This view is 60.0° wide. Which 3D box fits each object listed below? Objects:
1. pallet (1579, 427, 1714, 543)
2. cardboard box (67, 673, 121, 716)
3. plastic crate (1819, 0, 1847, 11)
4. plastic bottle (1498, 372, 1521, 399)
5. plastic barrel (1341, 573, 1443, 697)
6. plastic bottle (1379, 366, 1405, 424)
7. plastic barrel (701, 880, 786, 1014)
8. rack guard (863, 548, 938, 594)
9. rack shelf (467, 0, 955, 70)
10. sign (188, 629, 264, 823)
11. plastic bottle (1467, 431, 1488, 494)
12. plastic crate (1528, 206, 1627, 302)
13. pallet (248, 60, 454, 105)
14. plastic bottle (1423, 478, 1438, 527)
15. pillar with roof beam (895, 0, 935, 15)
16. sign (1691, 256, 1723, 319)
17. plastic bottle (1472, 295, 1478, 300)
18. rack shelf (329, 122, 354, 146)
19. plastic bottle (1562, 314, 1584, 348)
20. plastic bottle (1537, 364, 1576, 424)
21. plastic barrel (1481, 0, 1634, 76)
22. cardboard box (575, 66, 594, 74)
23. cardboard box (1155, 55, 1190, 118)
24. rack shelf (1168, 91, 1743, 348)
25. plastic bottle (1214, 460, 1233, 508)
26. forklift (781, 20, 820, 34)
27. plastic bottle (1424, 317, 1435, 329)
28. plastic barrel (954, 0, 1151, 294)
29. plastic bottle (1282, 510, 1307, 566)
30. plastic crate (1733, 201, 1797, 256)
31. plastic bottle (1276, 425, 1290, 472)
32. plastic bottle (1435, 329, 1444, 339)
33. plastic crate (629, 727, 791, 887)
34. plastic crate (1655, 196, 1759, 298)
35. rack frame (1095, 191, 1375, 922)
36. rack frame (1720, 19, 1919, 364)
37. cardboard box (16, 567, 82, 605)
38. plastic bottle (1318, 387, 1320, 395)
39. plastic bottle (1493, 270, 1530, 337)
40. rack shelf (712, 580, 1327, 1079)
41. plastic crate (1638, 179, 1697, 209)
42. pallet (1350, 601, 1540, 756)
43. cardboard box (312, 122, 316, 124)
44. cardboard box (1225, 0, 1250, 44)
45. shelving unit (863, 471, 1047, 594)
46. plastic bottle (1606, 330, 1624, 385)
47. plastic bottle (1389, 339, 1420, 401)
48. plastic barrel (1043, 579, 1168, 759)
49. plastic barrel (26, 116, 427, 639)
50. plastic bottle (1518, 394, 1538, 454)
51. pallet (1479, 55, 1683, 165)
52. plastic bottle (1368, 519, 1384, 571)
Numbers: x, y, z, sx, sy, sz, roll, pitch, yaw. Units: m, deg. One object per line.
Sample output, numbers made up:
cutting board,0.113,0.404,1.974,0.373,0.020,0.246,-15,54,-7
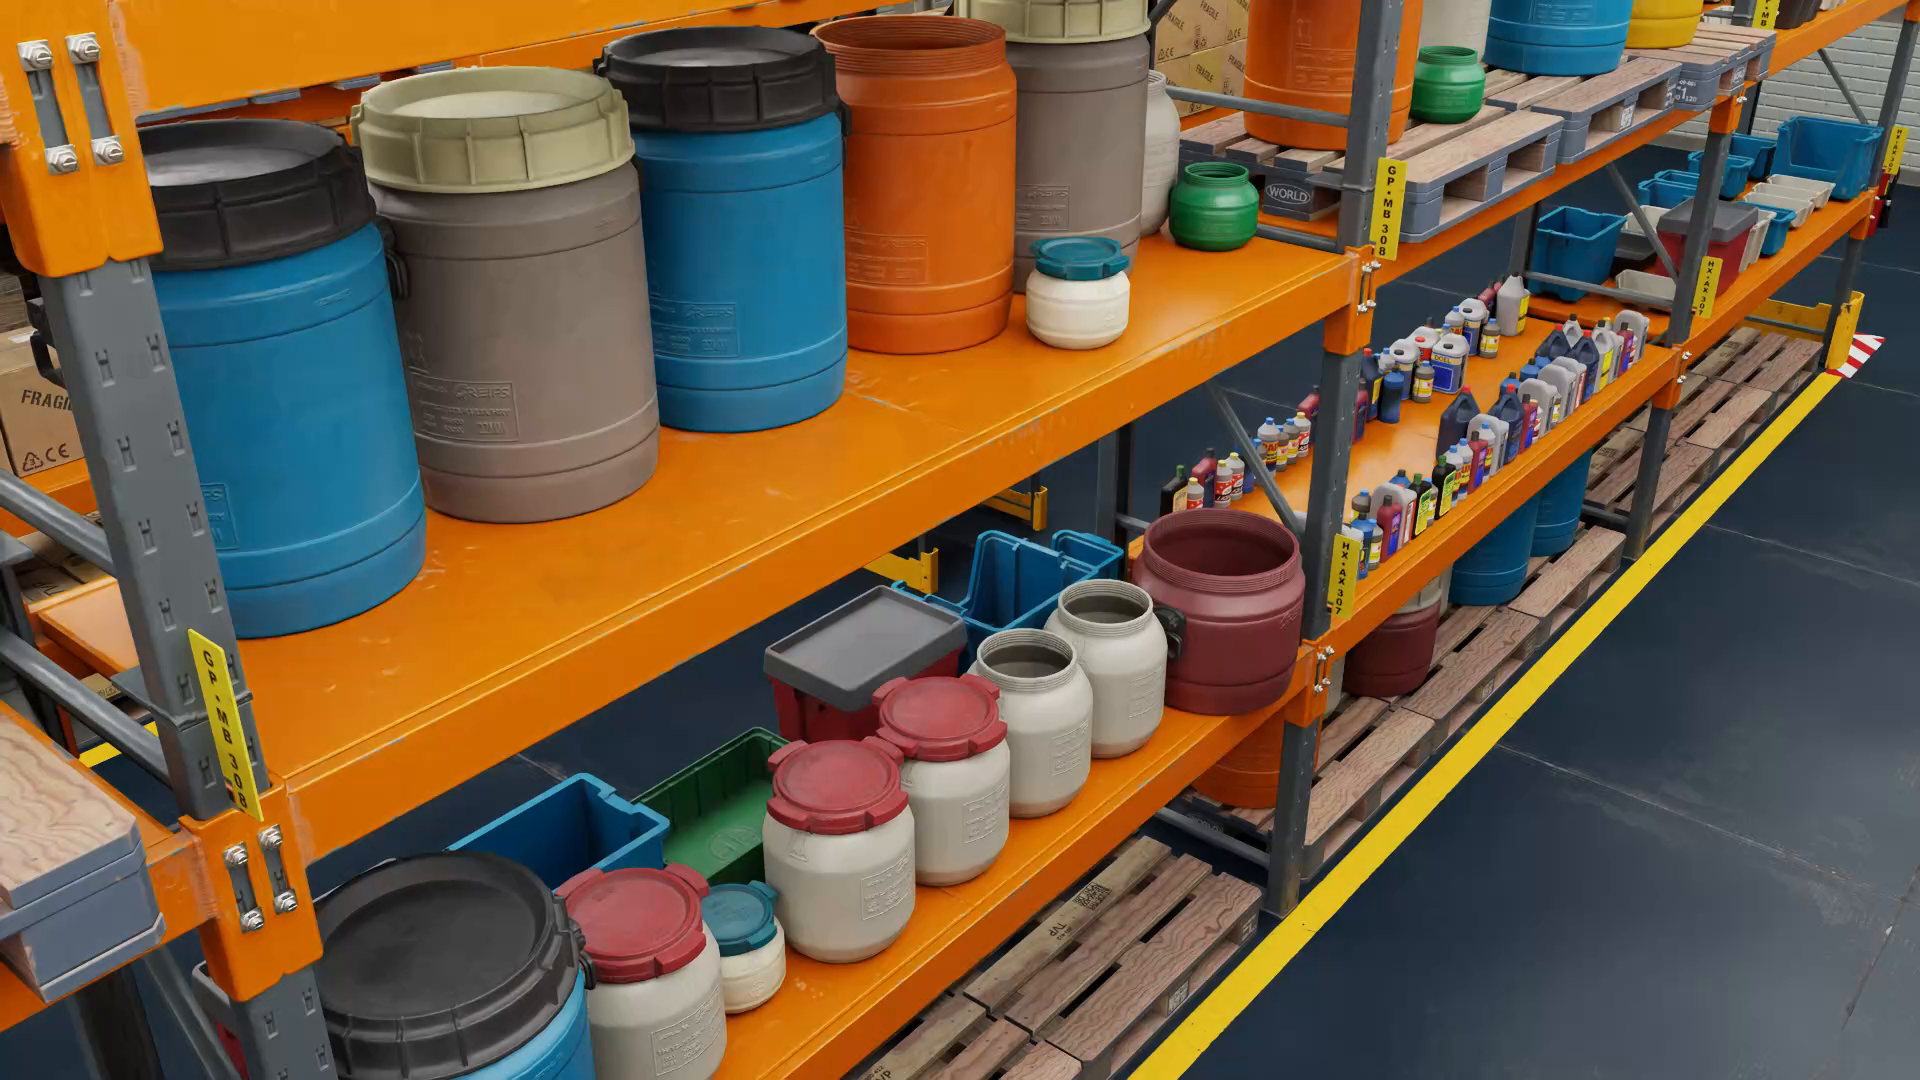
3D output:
pallet,3.945,-0.401,10.296,1.003,0.211,1.213,21,34,34
cardboard box,-4.300,0.618,7.825,0.500,0.250,0.500,20,33,33
plastic crate,4.929,-3.196,9.686,0.437,0.136,0.530,21,34,34
plastic bottle,2.612,-0.668,7.917,0.097,0.271,0.097,0,27,0
plastic barrel,1.980,0.356,7.964,0.600,0.588,0.708,21,34,34
plastic bottle,2.075,-0.703,7.985,0.097,0.271,0.097,0,27,0
plastic barrel,-0.621,1.106,4.499,0.301,0.262,0.301,0,27,0
rack guard,-0.365,0.093,9.299,0.587,0.250,0.087,21,34,34
rack shelf,-1.584,-3.120,10.036,1.077,0.370,4.000,21,34,34
sign,-1.163,0.297,2.637,0.100,0.325,0.005,21,34,34
plastic bottle,2.258,-0.353,7.295,0.061,0.283,0.133,21,34,34
plastic crate,3.541,-1.653,9.632,0.392,0.384,0.575,21,34,34
pallet,-3.219,-2.380,8.027,1.213,0.211,1.003,23,35,37
plastic bottle,1.962,-0.165,7.020,0.097,0.201,0.097,0,27,0
pillar with roof beam,2.779,-8.298,15.996,9.100,9.000,0.400,21,34,34
sign,3.931,-1.329,8.754,0.100,0.325,0.005,21,34,34
plastic bottle,2.739,-1.177,8.901,0.097,0.271,0.097,0,27,0
rack shelf,-5.409,-3.235,13.521,1.077,0.370,4.000,21,34,34
plastic bottle,3.064,-0.966,8.407,0.144,0.351,0.185,21,34,34
plastic bottle,2.868,-0.722,8.017,0.152,0.276,0.135,21,34,34
plastic barrel,2.540,-2.459,6.972,0.600,0.901,0.708,21,34,34
cardboard box,-3.779,-4.584,15.020,0.980,0.700,0.700,21,34,35
cardboard box,1.508,-3.681,13.492,0.500,0.500,0.500,21,34,35
rack shelf,2.235,-1.671,7.235,1.077,0.370,4.000,21,34,34
plastic bottle,1.126,-0.247,7.179,0.097,0.201,0.097,0,27,0
forklift,-1.921,-3.670,13.654,1.130,2.935,3.031,22,35,36
plastic bottle,2.380,-0.996,8.537,0.061,0.283,0.133,21,34,34
plastic barrel,0.273,-1.277,5.143,0.600,0.901,0.600,0,27,0
plastic bottle,1.371,0.002,6.616,0.152,0.276,0.135,21,34,34
plastic crate,4.943,-1.935,10.343,0.416,0.233,0.300,21,34,34
plastic bottle,1.435,-0.419,7.512,0.097,0.201,0.097,0,27,0
plastic bottle,2.468,-0.995,8.625,0.097,0.201,0.097,0,27,0
plastic crate,-0.691,0.863,5.048,0.450,0.188,0.662,21,34,34
plastic crate,4.269,-1.666,9.571,0.402,0.464,0.583,21,34,34
rack frame,0.963,0.050,6.388,1.000,3.000,0.127,21,34,34
rack frame,6.052,-2.786,11.871,1.000,3.000,0.127,21,34,34
cardboard box,-4.295,0.372,7.692,0.500,0.311,0.500,19,33,33
plastic bottle,1.752,-0.645,7.786,0.144,0.351,0.185,21,34,34
plastic bottle,3.008,-1.301,9.055,0.144,0.351,0.185,21,34,34
rack shelf,-0.309,1.079,5.183,1.077,0.370,4.000,21,34,34
plastic crate,4.612,-2.174,10.804,0.416,0.233,0.300,21,34,34
pallet,2.209,0.567,8.425,1.003,0.211,1.213,21,34,34
cardboard box,-5.326,-3.338,13.190,0.380,0.149,0.250,21,34,35
cardboard box,2.161,-4.485,13.959,0.500,0.500,0.500,20,34,34
shelving unit,-0.048,-0.639,9.353,0.587,1.500,1.083,21,34,34
plastic bottle,3.274,-0.949,8.455,0.152,0.276,0.135,21,34,34
plastic bottle,2.183,-0.849,8.262,0.152,0.276,0.135,21,34,34
plastic barrel,0.474,0.428,5.537,0.421,0.512,0.421,0,27,0
plastic barrel,-1.425,-0.330,3.313,0.600,0.901,0.708,21,34,34
plastic bottle,2.608,-0.548,7.672,0.061,0.283,0.133,21,34,34
pallet,2.365,-1.907,7.112,1.003,0.211,1.213,21,34,34
plastic bottle,1.645,0.012,6.678,0.097,0.201,0.097,0,27,0
